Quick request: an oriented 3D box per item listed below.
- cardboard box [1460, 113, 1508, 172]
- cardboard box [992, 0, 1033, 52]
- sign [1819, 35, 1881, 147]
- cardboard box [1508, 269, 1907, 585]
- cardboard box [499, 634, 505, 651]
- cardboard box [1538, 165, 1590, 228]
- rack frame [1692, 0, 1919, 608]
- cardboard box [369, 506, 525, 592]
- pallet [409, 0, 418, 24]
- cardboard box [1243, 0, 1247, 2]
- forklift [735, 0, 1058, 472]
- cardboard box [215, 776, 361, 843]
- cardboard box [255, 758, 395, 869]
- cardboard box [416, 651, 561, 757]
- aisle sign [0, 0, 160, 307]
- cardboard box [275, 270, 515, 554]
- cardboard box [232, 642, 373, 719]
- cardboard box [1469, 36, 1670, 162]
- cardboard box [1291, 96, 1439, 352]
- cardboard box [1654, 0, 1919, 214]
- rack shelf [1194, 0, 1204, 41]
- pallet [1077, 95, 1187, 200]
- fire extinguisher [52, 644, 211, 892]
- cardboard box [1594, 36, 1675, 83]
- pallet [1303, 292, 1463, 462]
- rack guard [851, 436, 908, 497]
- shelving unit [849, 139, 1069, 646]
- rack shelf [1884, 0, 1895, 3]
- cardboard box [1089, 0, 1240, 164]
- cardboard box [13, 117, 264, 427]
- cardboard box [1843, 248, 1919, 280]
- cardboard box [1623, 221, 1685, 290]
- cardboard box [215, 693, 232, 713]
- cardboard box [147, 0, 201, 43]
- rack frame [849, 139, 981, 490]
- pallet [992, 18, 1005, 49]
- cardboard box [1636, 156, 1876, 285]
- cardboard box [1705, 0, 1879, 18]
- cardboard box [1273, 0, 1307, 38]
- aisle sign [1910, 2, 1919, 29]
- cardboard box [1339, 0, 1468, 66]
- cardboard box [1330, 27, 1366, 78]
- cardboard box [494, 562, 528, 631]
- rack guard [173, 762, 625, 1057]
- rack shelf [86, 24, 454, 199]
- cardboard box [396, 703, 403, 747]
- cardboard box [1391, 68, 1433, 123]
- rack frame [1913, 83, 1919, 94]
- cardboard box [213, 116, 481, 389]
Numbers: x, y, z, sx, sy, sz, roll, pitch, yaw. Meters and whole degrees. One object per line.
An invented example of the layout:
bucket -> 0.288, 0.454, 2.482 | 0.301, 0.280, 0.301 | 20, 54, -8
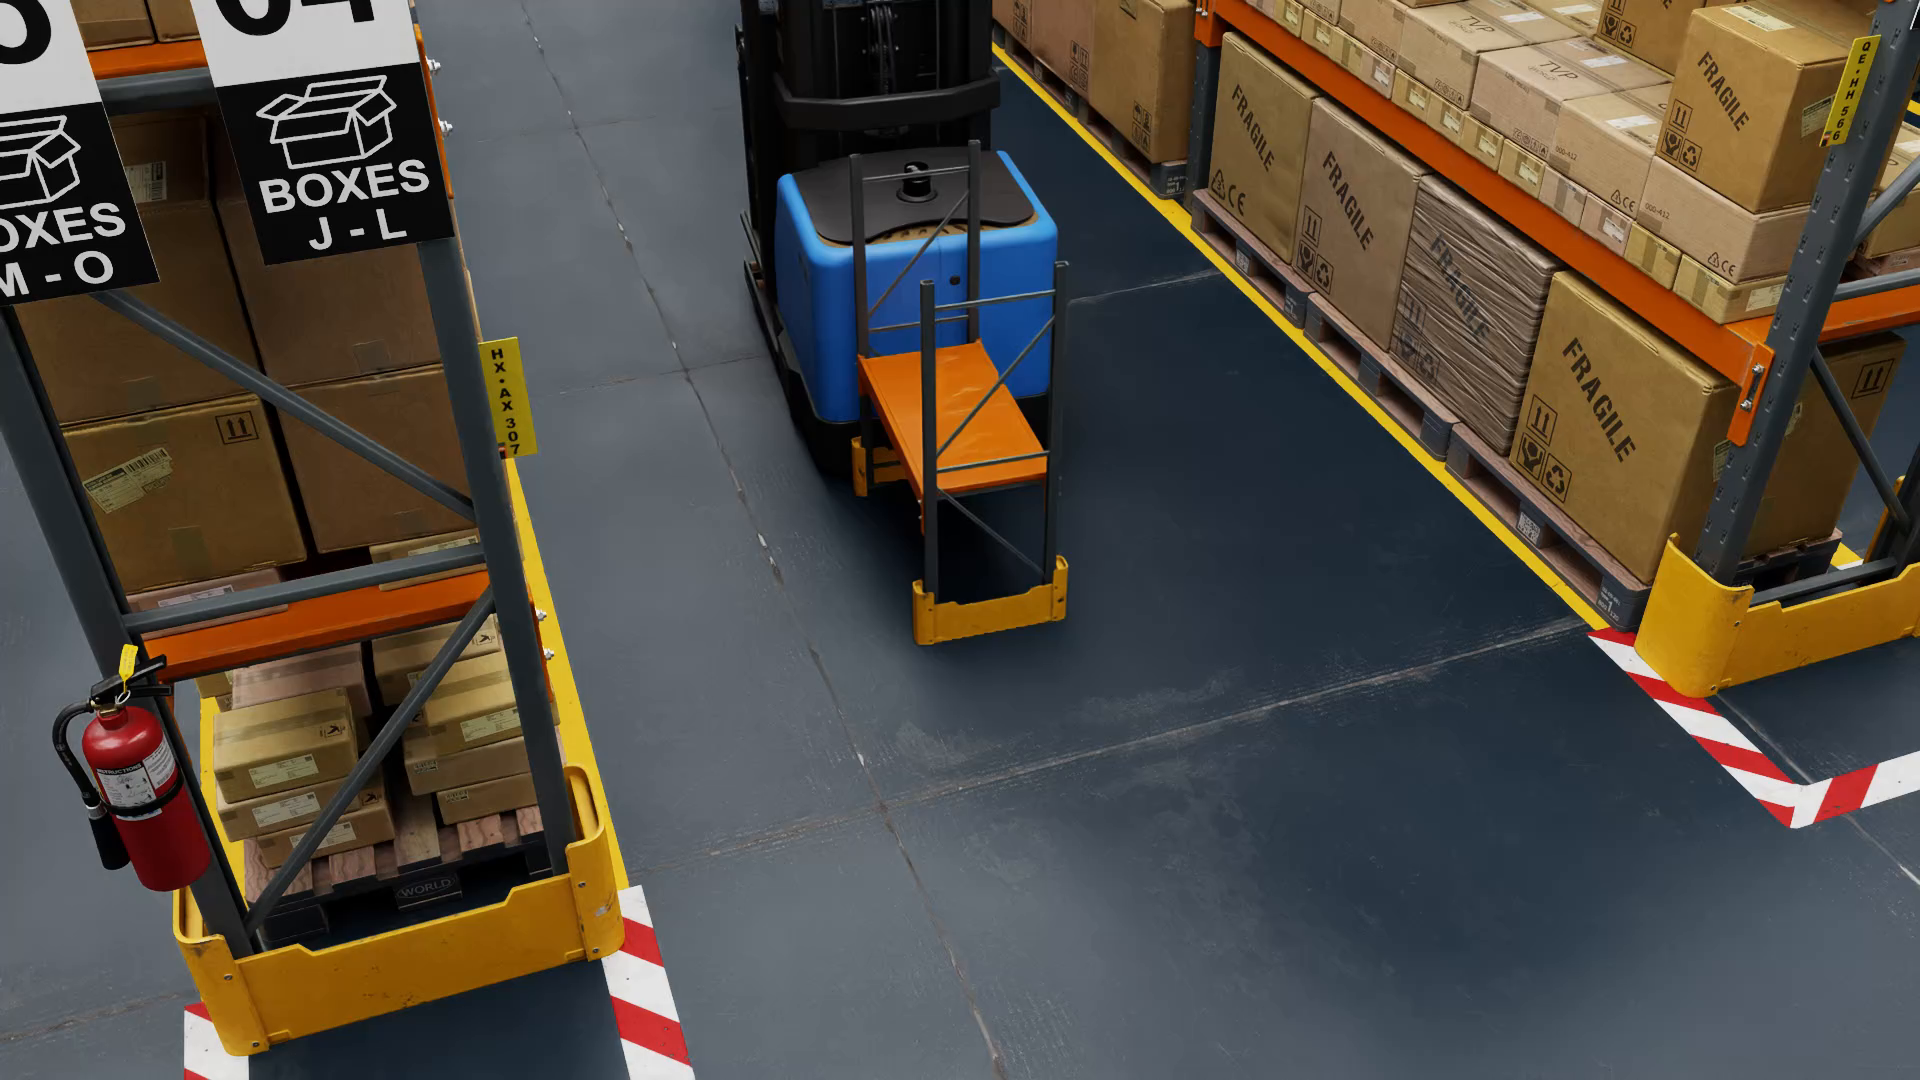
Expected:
cardboard box -> 2.223, -1.603, 6.593 | 0.380, 0.149, 0.250 | -12, 39, -16
cardboard box -> 0.862, -3.786, 10.700 | 1.225, 0.875, 0.875 | -12, 39, -16
sign -> 2.583, -1.299, 4.823 | 0.100, 0.325, 0.005 | -12, 39, -16
cardboard box -> 2.802, -0.511, 6.352 | 0.875, 0.875, 0.875 | -12, 39, -16
cardboard box -> -1.575, 0.460, 5.420 | 0.380, 0.149, 0.250 | -13, 39, -16
cardboard box -> 2.404, -1.310, 6.205 | 0.380, 0.149, 0.250 | -12, 39, -15
rack frame -> 3.097, -0.847, 5.381 | 1.000, 3.000, 0.127 | -12, 39, -16
cardboard box -> -1.398, -0.027, 4.502 | 0.380, 0.149, 0.250 | -13, 39, -16
pallet -> -3.097, -2.522, 7.764 | 1.003, 0.211, 1.213 | -12, 39, -16
cardboard box -> 1.510, -2.770, 8.143 | 0.380, 0.149, 0.250 | -12, 39, -16
forklift -> -0.461, -2.348, 7.432 | 1.130, 2.935, 3.031 | -9, 38, -12
cardboard box -> -2.044, 0.736, 5.053 | 0.380, 0.149, 0.250 | -13, 39, -17
cardboard box -> -1.971, 0.840, 5.162 | 0.380, 0.149, 0.250 | -12, 39, -15
cardboard box -> -1.456, 0.490, 5.132 | 0.380, 0.149, 0.250 | -14, 39, -18
aisle sign -> -1.851, -0.812, 3.174 | 0.394, 0.787, 0.004 | -12, 39, -16
cardboard box -> -1.490, -0.347, 4.387 | 0.500, 0.500, 0.500 | -11, 38, -14
cardboard box -> -2.047, 0.456, 5.178 | 0.380, 0.149, 0.250 | -12, 39, -15
cardboard box -> 2.332, -1.699, 6.389 | 0.500, 0.250, 0.500 | -14, 39, -17
cardboard box -> 2.183, -1.528, 7.702 | 0.875, 0.875, 0.875 | -12, 39, -16
cardboard box -> 2.683, -1.426, 5.404 | 0.500, 0.500, 0.500 | -12, 39, -15
rack shelf -> 1.033, -3.949, 10.097 | 1.077, 0.370, 4.000 | -12, 39, -16
pallet -> 1.385, -2.413, 9.778 | 1.003, 0.211, 1.213 | -12, 39, -16
fire extinguisher -> -1.941, 0.541, 3.913 | 0.296, 0.674, 0.183 | -12, 39, -16
cardboard box -> 2.831, -1.810, 6.537 | 0.500, 0.250, 0.500 | -14, 39, -17
pallet -> 2.333, -0.857, 7.712 | 1.003, 0.211, 1.213 | -12, 39, -16
rack guard -> -0.161, -0.348, 7.005 | 0.587, 0.250, 0.087 | -10, 38, -13
shelving unit -> -0.023, -0.559, 6.246 | 0.587, 1.500, 1.083 | -10, 38, -13
rack shelf -> 2.409, -2.887, 6.195 | 1.077, 0.370, 4.000 | -12, 39, -16
cardboard box -> 1.482, -2.783, 9.368 | 1.225, 0.875, 0.875 | -12, 39, -16
cardboard box -> -1.986, -0.642, 3.948 | 0.500, 0.500, 0.500 | -13, 39, -17
cardboard box -> 3.285, -1.015, 5.814 | 0.380, 0.149, 0.250 | -12, 39, -15
cardboard box -> 2.575, -1.026, 5.828 | 0.380, 0.149, 0.250 | -12, 39, -15
cardboard box -> -2.225, 0.443, 5.442 | 0.380, 0.149, 0.250 | -14, 39, -18
cardboard box -> -1.509, -1.322, 3.643 | 0.500, 0.250, 0.500 | -11, 38, -14
rack frame -> -0.166, -0.859, 6.643 | 0.500, 1.500, 0.032 | -10, 38, -13
pallet -> 0.545, -3.791, 11.608 | 1.003, 0.211, 1.213 | -12, 39, -16
cardboard box -> 2.681, -1.125, 5.627 | 0.500, 0.250, 0.500 | -13, 39, -17
cardboard box -> 3.014, -1.815, 5.920 | 0.500, 0.500, 0.500 | -13, 39, -17
cardboard box -> 1.692, -2.473, 7.749 | 0.380, 0.149, 0.250 | -11, 38, -14
aisle sign -> 2.840, -1.782, 4.463 | 0.394, 0.787, 0.004 | -12, 39, -16
cardboard box -> 1.987, -2.272, 7.151 | 0.500, 0.250, 0.500 | -12, 38, -15
cardboard box -> 1.872, -2.180, 7.360 | 0.380, 0.149, 0.250 | -13, 39, -17
cardboard box -> -1.630, 0.190, 5.530 | 0.380, 0.149, 0.250 | -13, 39, -16
rack guard -> -1.621, 1.079, 4.903 | 1.175, 0.500, 0.348 | -12, 39, -16
rack shelf -> -2.283, -1.918, 4.907 | 1.077, 0.370, 4.000 | -12, 39, -16
cardboard box -> -1.641, 0.601, 5.480 | 0.380, 0.149, 0.250 | -13, 39, -16
cardboard box -> 2.048, -1.890, 6.975 | 0.380, 0.149, 0.250 | -14, 39, -17
rack frame -> 6.371, -4.132, 9.742 | 1.000, 3.000, 0.127 | -12, 39, -16
cardboard box -> -1.500, -0.744, 4.083 | 0.500, 0.500, 0.500 | -13, 39, -16
